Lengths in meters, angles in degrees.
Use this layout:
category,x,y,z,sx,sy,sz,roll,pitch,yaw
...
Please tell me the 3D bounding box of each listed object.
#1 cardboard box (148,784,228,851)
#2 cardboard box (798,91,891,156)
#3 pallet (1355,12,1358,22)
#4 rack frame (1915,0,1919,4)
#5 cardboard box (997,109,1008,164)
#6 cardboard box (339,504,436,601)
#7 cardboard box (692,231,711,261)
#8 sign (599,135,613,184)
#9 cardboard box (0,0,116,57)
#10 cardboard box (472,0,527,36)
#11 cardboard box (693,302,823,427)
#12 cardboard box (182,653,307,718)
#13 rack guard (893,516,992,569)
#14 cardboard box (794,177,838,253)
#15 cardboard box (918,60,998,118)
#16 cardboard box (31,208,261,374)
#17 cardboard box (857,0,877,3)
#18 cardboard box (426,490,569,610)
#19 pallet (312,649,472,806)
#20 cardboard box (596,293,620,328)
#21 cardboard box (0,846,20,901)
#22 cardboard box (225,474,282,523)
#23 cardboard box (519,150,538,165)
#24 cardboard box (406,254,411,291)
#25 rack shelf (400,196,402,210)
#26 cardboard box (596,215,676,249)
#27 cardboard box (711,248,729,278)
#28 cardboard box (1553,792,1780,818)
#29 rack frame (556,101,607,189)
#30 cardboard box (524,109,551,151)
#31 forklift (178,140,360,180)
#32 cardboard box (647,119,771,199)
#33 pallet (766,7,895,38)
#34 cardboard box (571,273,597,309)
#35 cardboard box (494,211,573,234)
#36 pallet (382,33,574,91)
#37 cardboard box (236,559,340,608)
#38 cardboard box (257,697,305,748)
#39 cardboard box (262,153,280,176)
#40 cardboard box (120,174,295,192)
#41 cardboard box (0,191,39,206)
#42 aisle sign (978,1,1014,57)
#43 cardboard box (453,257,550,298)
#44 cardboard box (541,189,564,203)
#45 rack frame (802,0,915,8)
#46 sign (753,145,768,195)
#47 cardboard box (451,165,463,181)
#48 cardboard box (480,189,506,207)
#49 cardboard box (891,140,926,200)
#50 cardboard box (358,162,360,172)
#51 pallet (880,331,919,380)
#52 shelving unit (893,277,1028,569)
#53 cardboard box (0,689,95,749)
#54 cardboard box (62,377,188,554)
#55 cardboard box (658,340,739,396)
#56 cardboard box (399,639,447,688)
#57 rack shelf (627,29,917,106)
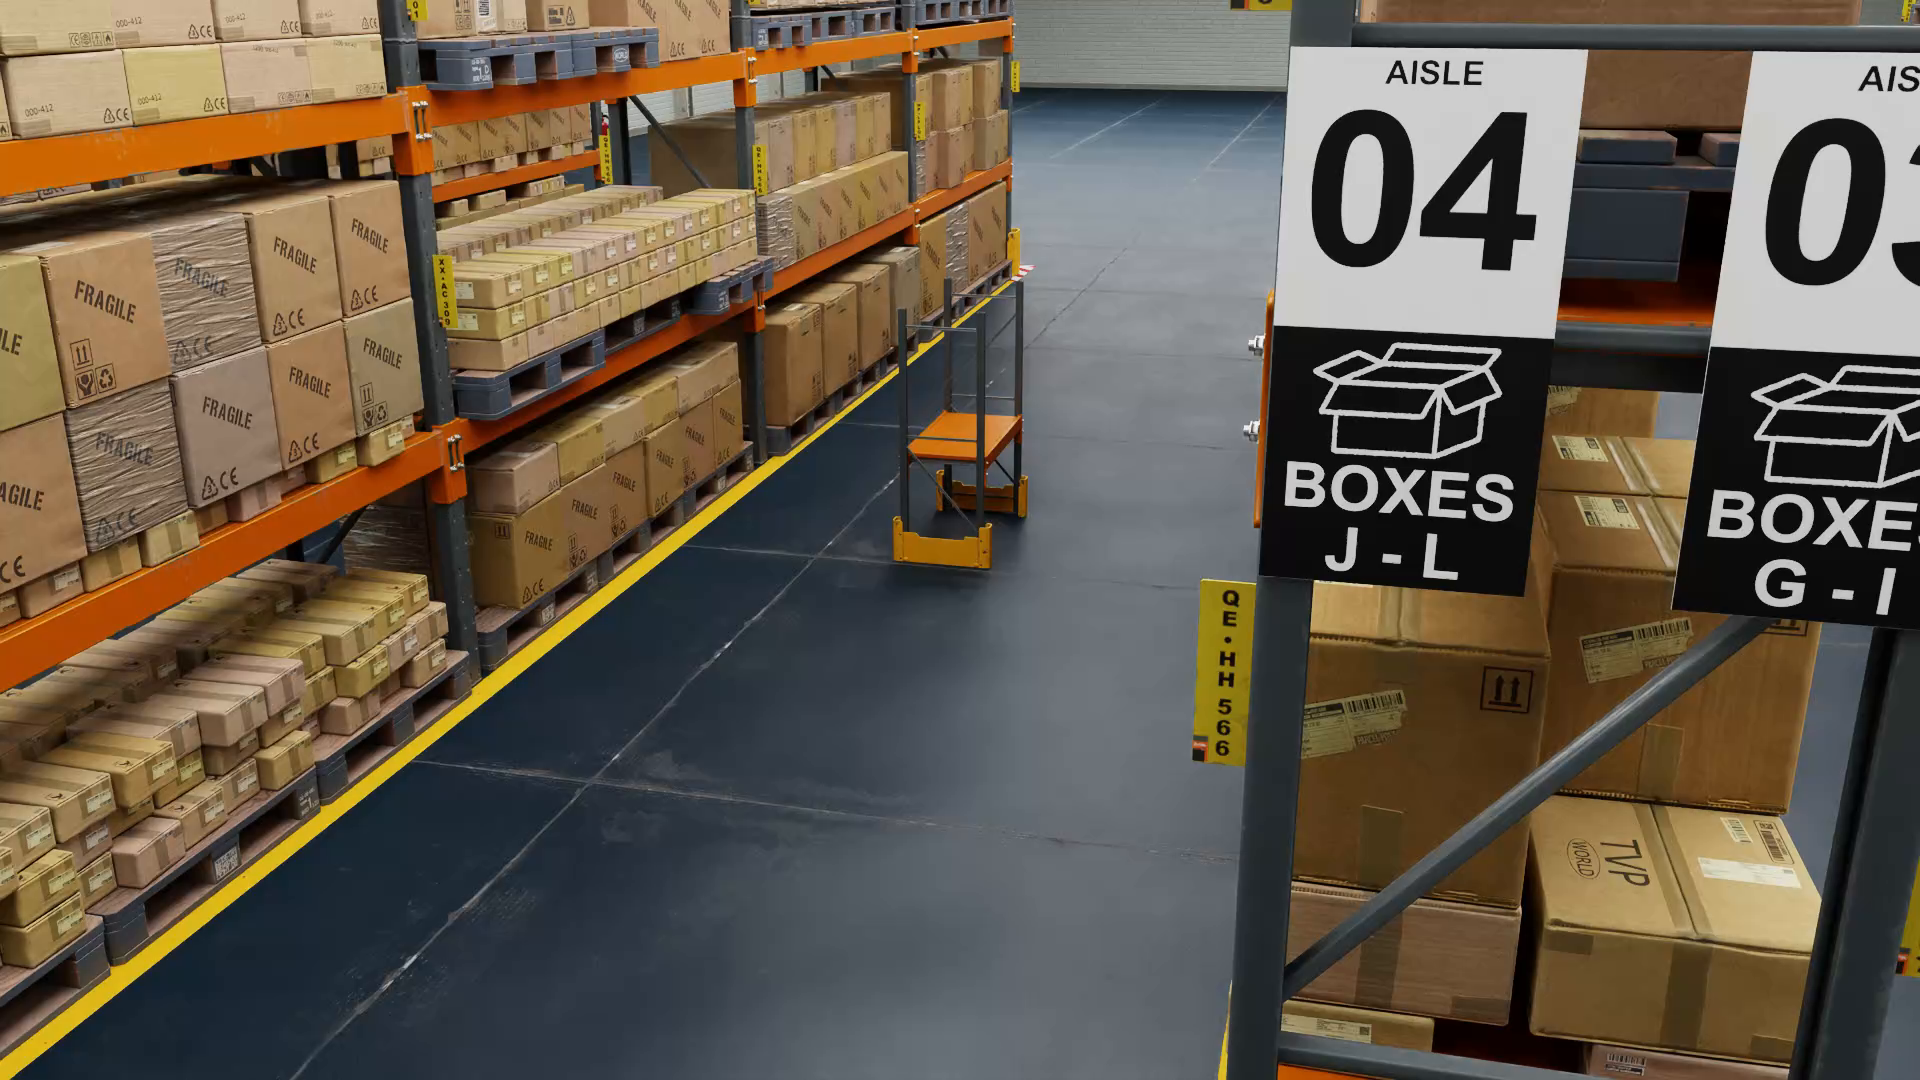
category,x,y,z,sx,sy,sz,roll,pitch,yaw
cardboard box,-3.019,1.031,6.289,0.380,0.149,0.250,5,19,13
cardboard box,-1.006,-3.620,14.444,0.700,0.500,0.500,4,19,12
pallet,3.390,-3.652,11.890,1.213,0.211,1.003,5,19,13
rack frame,9.675,-6.534,15.394,1.000,3.000,0.127,5,19,13
cardboard box,0.040,-4.460,18.374,0.875,0.550,0.550,5,19,13
cardboard box,-2.908,-0.016,8.811,0.500,0.500,0.500,4,19,12
cardboard box,-1.734,-1.787,10.057,0.380,0.149,0.250,5,19,14
sign,-2.407,-2.593,11.346,0.100,0.325,0.005,5,19,13
cardboard box,-3.079,-1.676,5.273,0.500,0.250,0.500,4,19,11
cardboard box,-2.426,-2.583,7.958,0.500,0.311,0.500,4,19,13
cardboard box,-1.632,-1.320,12.241,1.050,0.750,0.750,4,19,13
cardboard box,-2.873,0.582,6.684,0.380,0.149,0.250,4,19,11
rack guard,-0.103,0.014,9.760,0.587,0.250,0.087,5,19,13
cardboard box,-1.251,-2.486,12.671,0.500,0.500,0.500,5,19,13
cardboard box,-0.086,-4.798,17.692,0.875,0.550,0.550,5,19,13
cardboard box,-2.957,-0.919,6.075,0.500,0.500,0.500,5,20,15
cardboard box,-0.979,-4.446,13.350,0.500,0.250,0.500,4,19,13
cardboard box,-2.407,0.025,8.690,0.500,0.500,0.500,5,20,16
pallet,-2.975,0.785,7.563,1.003,0.211,1.213,5,19,13
cardboard box,-2.052,-1.239,8.913,0.380,0.149,0.250,4,19,11
cardboard box,-3.228,1.072,5.248,0.380,0.149,0.250,5,19,13
cardboard box,-2.892,-0.186,6.481,0.380,0.149,0.250,4,19,11
cardboard box,-4.866,-4.209,18.259,0.380,0.149,0.250,4,19,13
cardboard box,-2.871,-1.335,8.274,0.380,0.149,0.250,4,19,12
rack shelf,-6.204,-2.648,14.411,1.077,0.370,4.000,5,19,13
cardboard box,-1.861,-1.768,9.542,0.380,0.149,0.250,6,20,16
cardboard box,-1.667,-1.732,10.358,0.380,0.149,0.250,5,19,14
cardboard box,1.462,0.567,3.660,0.500,0.250,0.500,4,19,13
rack frame,-4.738,-4.869,19.801,1.000,3.000,0.127,5,19,13
cardboard box,-4.856,-4.552,18.258,0.500,0.500,0.500,5,19,13
forklift,-4.307,-1.878,11.150,1.130,2.935,3.031,5,19,14
cardboard box,-1.748,-2.662,11.640,0.700,0.500,0.500,5,19,13
pallet,-1.066,-4.293,13.772,0.805,0.209,1.217,4,19,11
cardboard box,-2.116,-1.300,8.631,0.380,0.149,0.250,4,19,11
cardboard box,-2.488,-1.822,9.699,0.380,0.149,0.250,5,20,15
pallet,-2.591,-2.264,7.825,1.213,0.211,1.003,5,19,13
cardboard box,-3.130,0.212,7.766,0.380,0.149,0.250,5,20,16
cardboard box,-2.916,0.709,6.772,0.380,0.149,0.250,5,20,15
cardboard box,-5.984,-3.358,14.113,0.500,0.500,0.500,4,19,11
cardboard box,-3.191,-1.287,7.154,0.500,0.500,0.500,5,20,15
cardboard box,-6.682,-2.537,11.274,0.500,0.500,0.500,5,19,14
aisle sign,0.395,-5.738,18.324,0.394,0.787,0.004,5,19,13
cardboard box,-2.241,-1.285,8.126,0.380,0.149,0.250,5,20,15
cardboard box,-4.805,-3.685,18.781,0.500,0.500,0.500,5,20,15
rack frame,-0.890,-6.095,14.109,1.000,3.000,0.127,5,19,13
sign,-1.339,-2.472,11.117,0.100,0.325,0.005,5,19,13
cardboard box,-5.280,-3.738,16.880,0.380,0.149,0.250,5,19,13
cardboard box,-5.034,-3.618,17.580,0.380,0.149,0.250,6,20,17
cardboard box,-0.812,-3.443,15.395,0.875,0.550,0.550,5,19,13
cardboard box,-5.683,-3.347,15.084,0.380,0.149,0.250,4,19,12
pallet,-1.006,-1.688,14.804,1.003,0.211,1.213,5,19,13
shelving unit,0.019,-0.734,10.015,0.587,1.500,1.083,5,19,13
cardboard box,-3.537,0.700,6.338,0.380,0.149,0.250,5,19,14
cardboard box,-3.088,-0.284,5.763,0.500,0.500,0.500,4,19,12
cardboard box,-1.780,-1.137,10.934,0.500,0.250,0.500,4,19,12
cardboard box,-2.610,0.552,7.691,0.380,0.149,0.250,5,19,14
rack shelf,-1.379,-3.708,12.874,1.077,0.370,4.000,5,19,13
